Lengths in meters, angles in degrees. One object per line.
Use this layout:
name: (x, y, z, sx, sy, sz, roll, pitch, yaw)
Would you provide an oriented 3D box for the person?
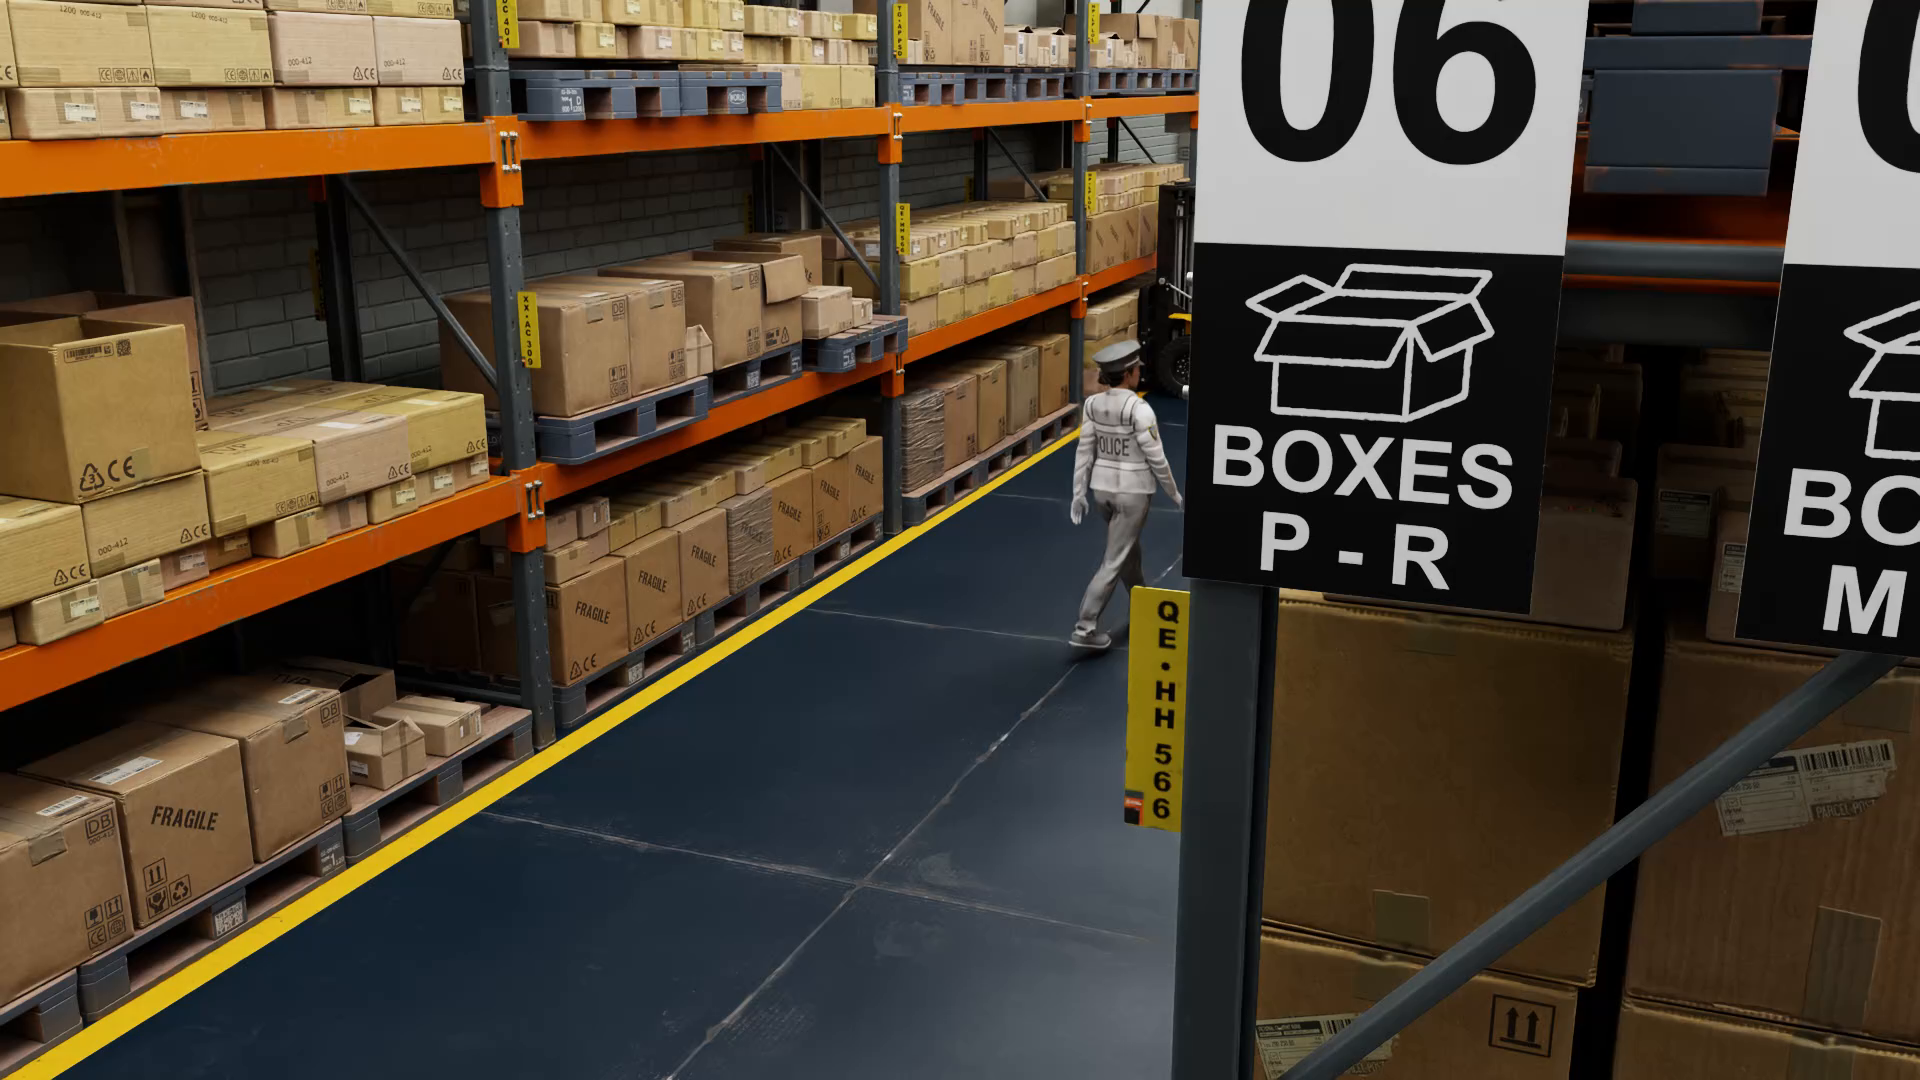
person: (0.931, -0.273, 8.936, 1.013, 1.622, 0.525, -13, 20, -38)
